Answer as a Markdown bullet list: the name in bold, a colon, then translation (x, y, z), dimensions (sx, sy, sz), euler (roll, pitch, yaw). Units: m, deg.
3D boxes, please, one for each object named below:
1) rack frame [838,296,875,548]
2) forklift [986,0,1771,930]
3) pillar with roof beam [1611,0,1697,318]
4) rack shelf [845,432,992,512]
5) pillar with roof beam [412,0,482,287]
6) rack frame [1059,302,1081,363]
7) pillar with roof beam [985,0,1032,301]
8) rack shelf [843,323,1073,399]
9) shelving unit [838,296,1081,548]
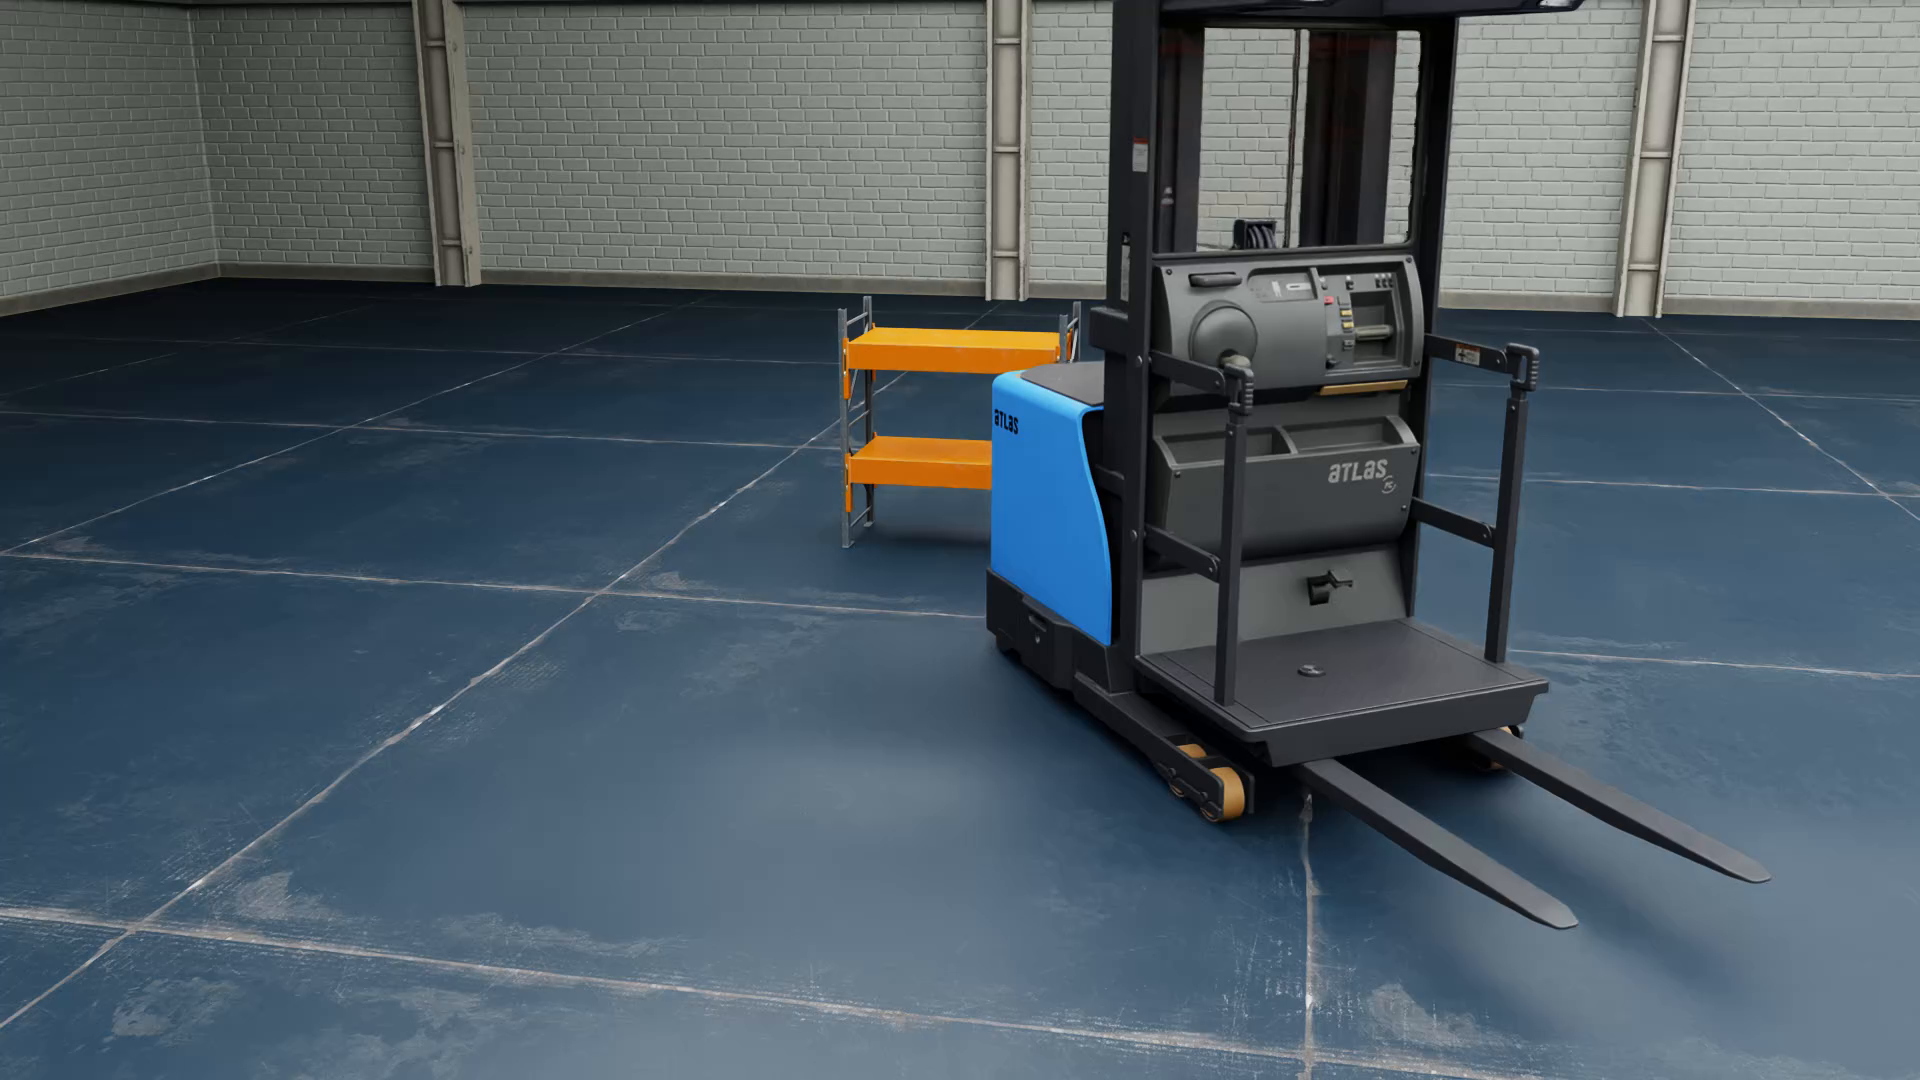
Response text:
- **rack frame**: translation (-0.492, -0.569, 7.938), dimensions (0.032, 1.125, 0.500), euler (3, 16, 11)
- **forklift**: translation (1.133, -0.698, 5.022), dimensions (1.130, 2.935, 3.031), euler (-6, 17, -22)
- **pillar with roof beam**: translation (5.498, -5.328, 10.368), dimensions (0.400, 9.000, 9.100), euler (3, 16, 11)
- **rack shelf**: translation (0.007, -0.306, 7.906), dimensions (1.000, 0.278, 0.538), euler (3, 16, 11)
- **pillar with roof beam**: translation (-6.261, -5.966, 12.673), dimensions (0.400, 9.000, 9.100), euler (3, 16, 11)
- **rack frame**: translation (0.505, -0.515, 7.743), dimensions (0.032, 1.125, 0.500), euler (3, 16, 11)
- **pillar with roof beam**: translation (-0.381, -5.647, 11.520), dimensions (0.400, 9.000, 9.100), euler (3, 16, 11)
- **rack shelf**: translation (0.007, -0.824, 7.762), dimensions (1.000, 0.278, 0.538), euler (3, 16, 11)
- **shelving unit**: translation (0.007, -0.542, 7.841), dimensions (1.048, 1.125, 0.538), euler (3, 16, 11)
